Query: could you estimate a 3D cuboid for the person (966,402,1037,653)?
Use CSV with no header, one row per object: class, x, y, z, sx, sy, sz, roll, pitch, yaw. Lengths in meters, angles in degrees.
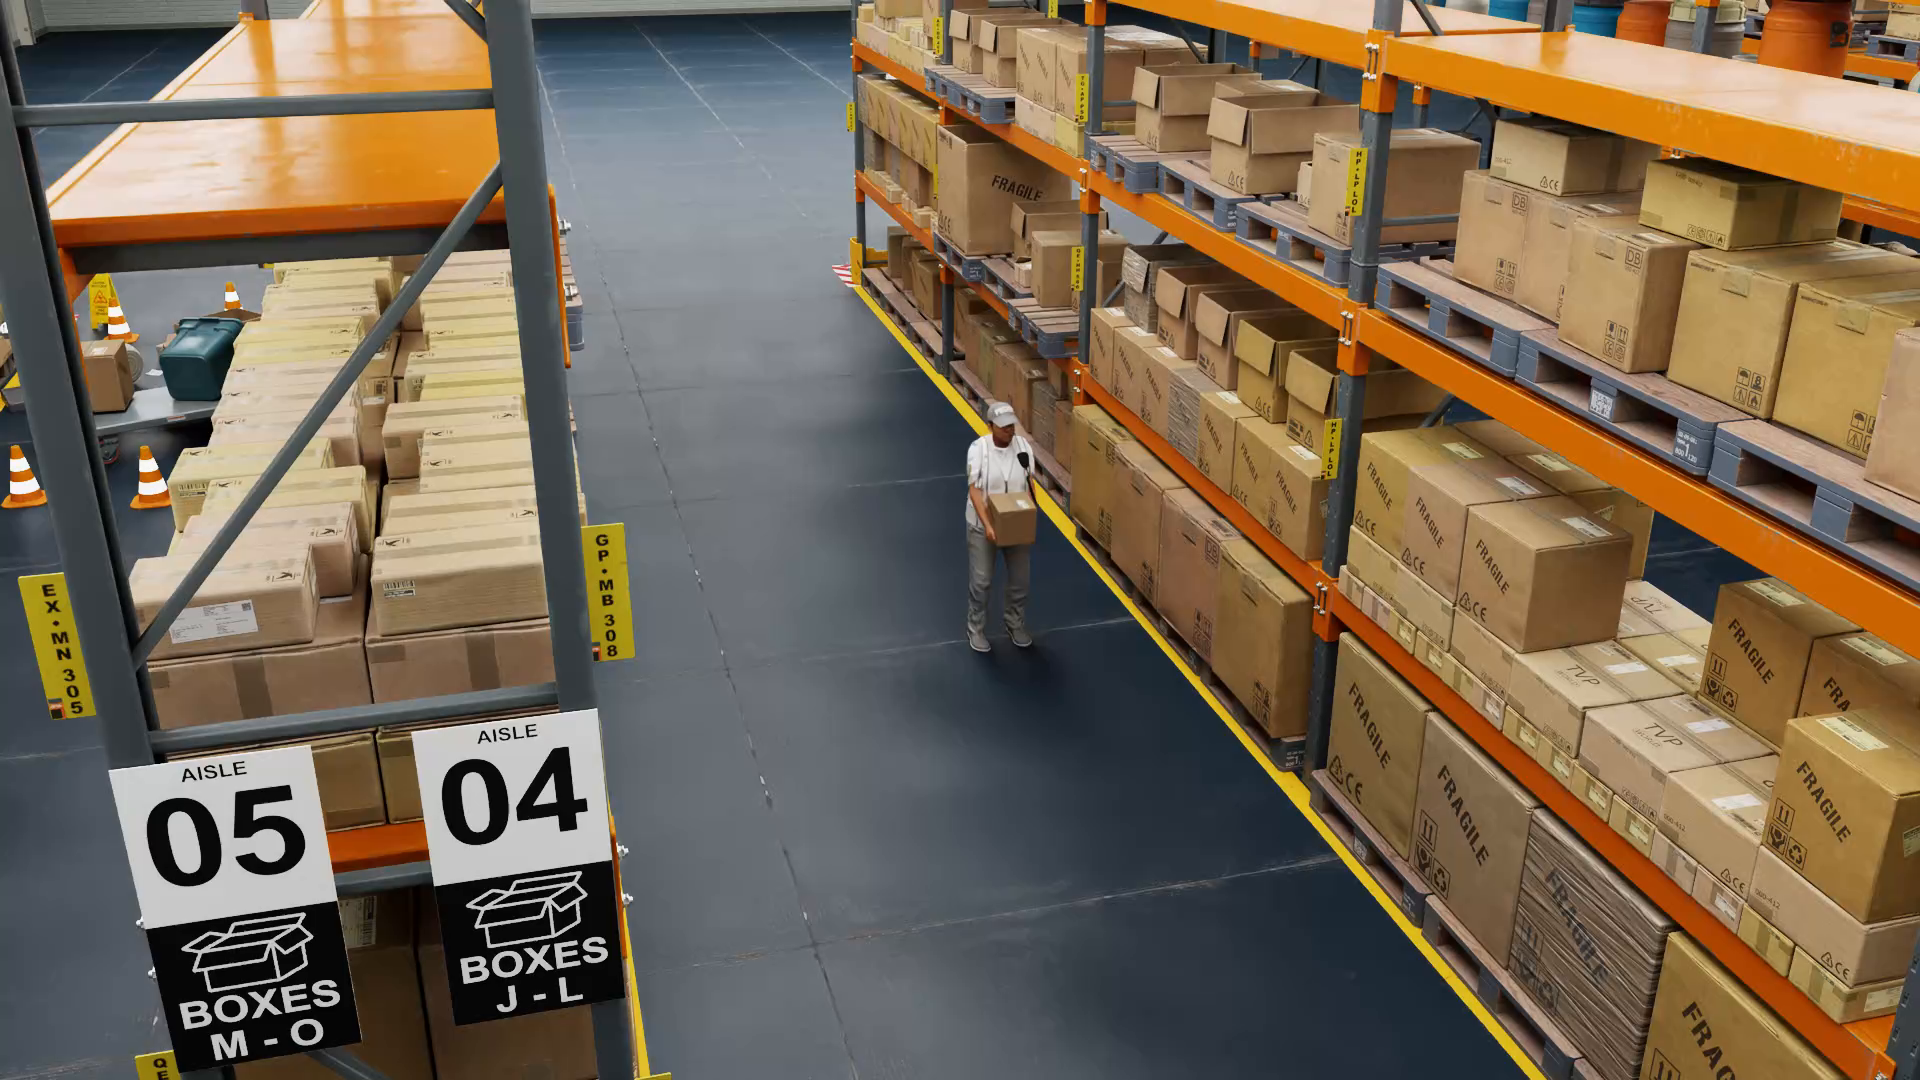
person,0.282,-0.067,10.762,0.452,1.662,0.544,-6,24,-14
